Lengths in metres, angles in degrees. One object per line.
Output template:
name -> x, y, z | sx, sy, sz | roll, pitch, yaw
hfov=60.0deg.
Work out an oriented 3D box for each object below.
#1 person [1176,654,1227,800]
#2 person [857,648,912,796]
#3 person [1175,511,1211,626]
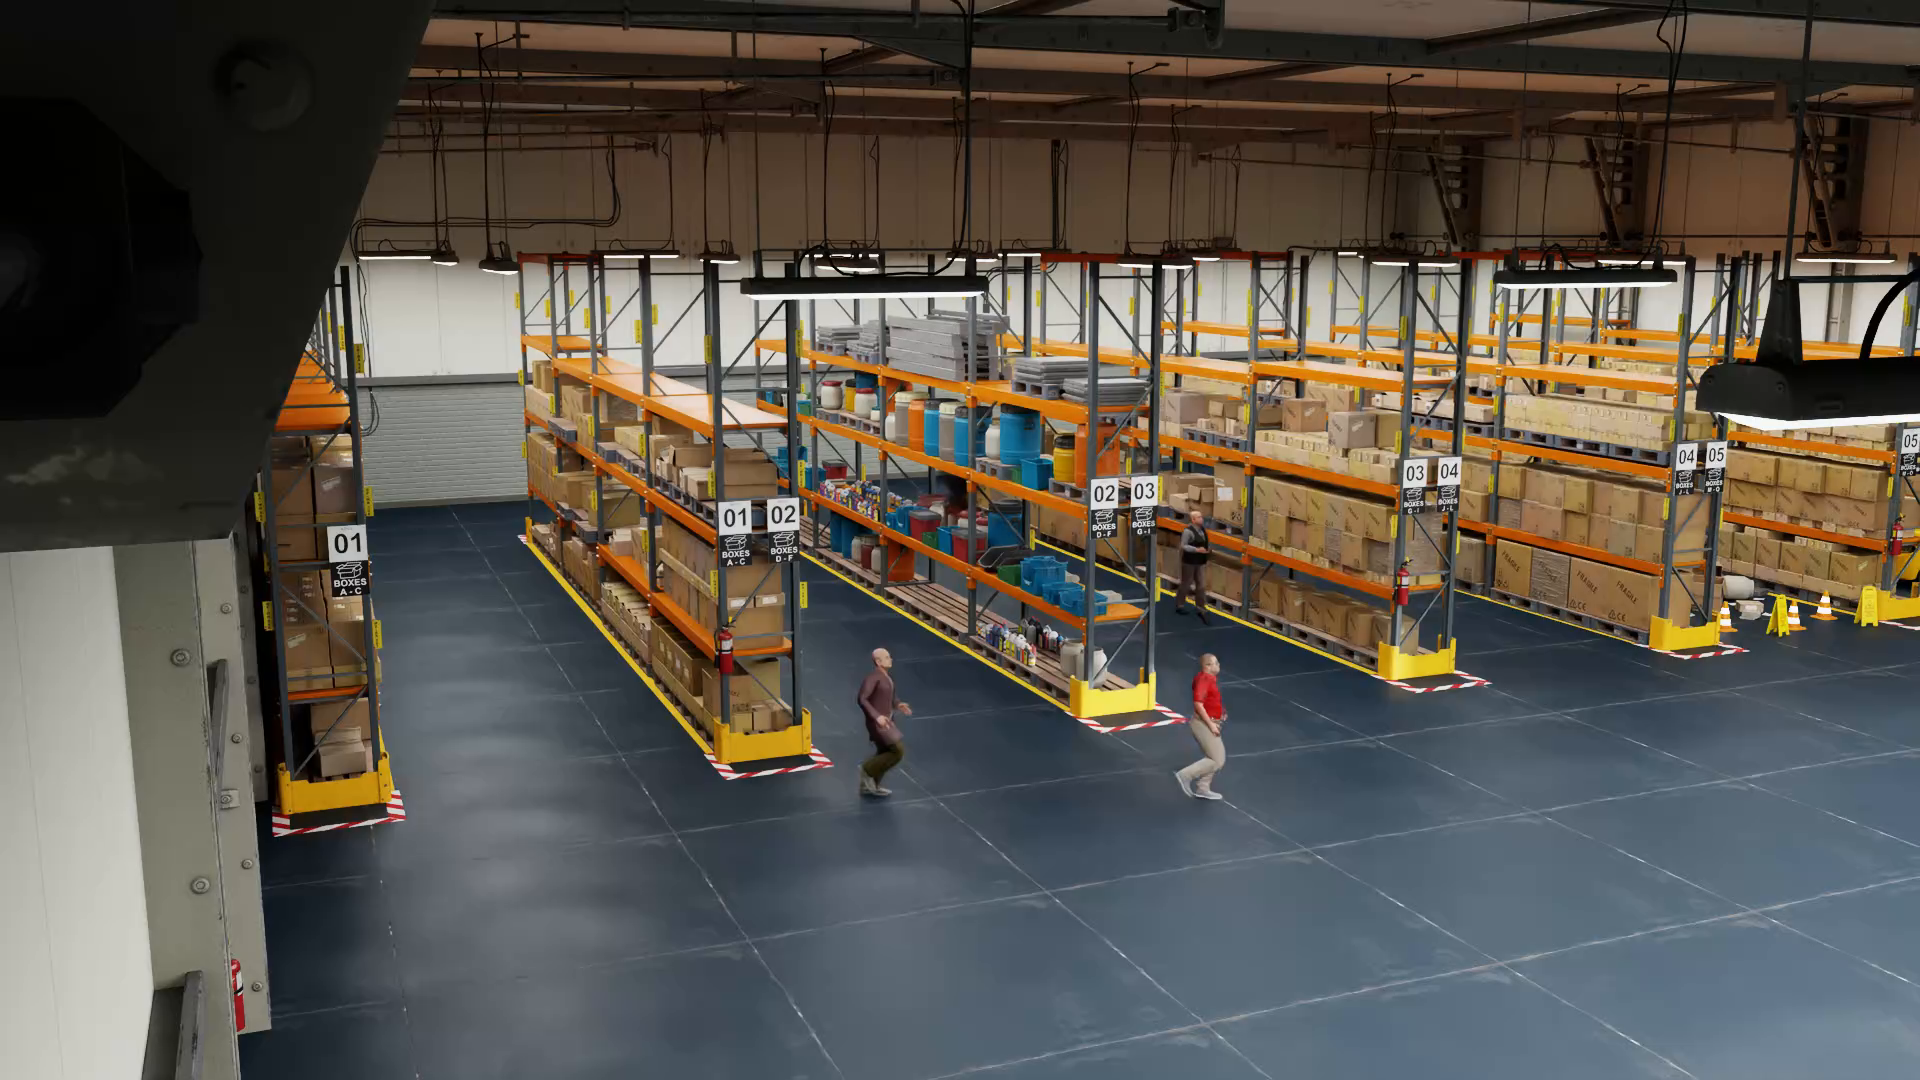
person -> 2.744, 2.113, 18.842 | 0.598, 1.701, 0.681 | 0, 10, 2
person -> -0.866, 2.078, 18.922 | 0.608, 1.730, 0.671 | 2, 11, 9
person -> 3.721, 0.448, 26.401 | 0.642, 1.840, 0.751 | -8, 13, -36
